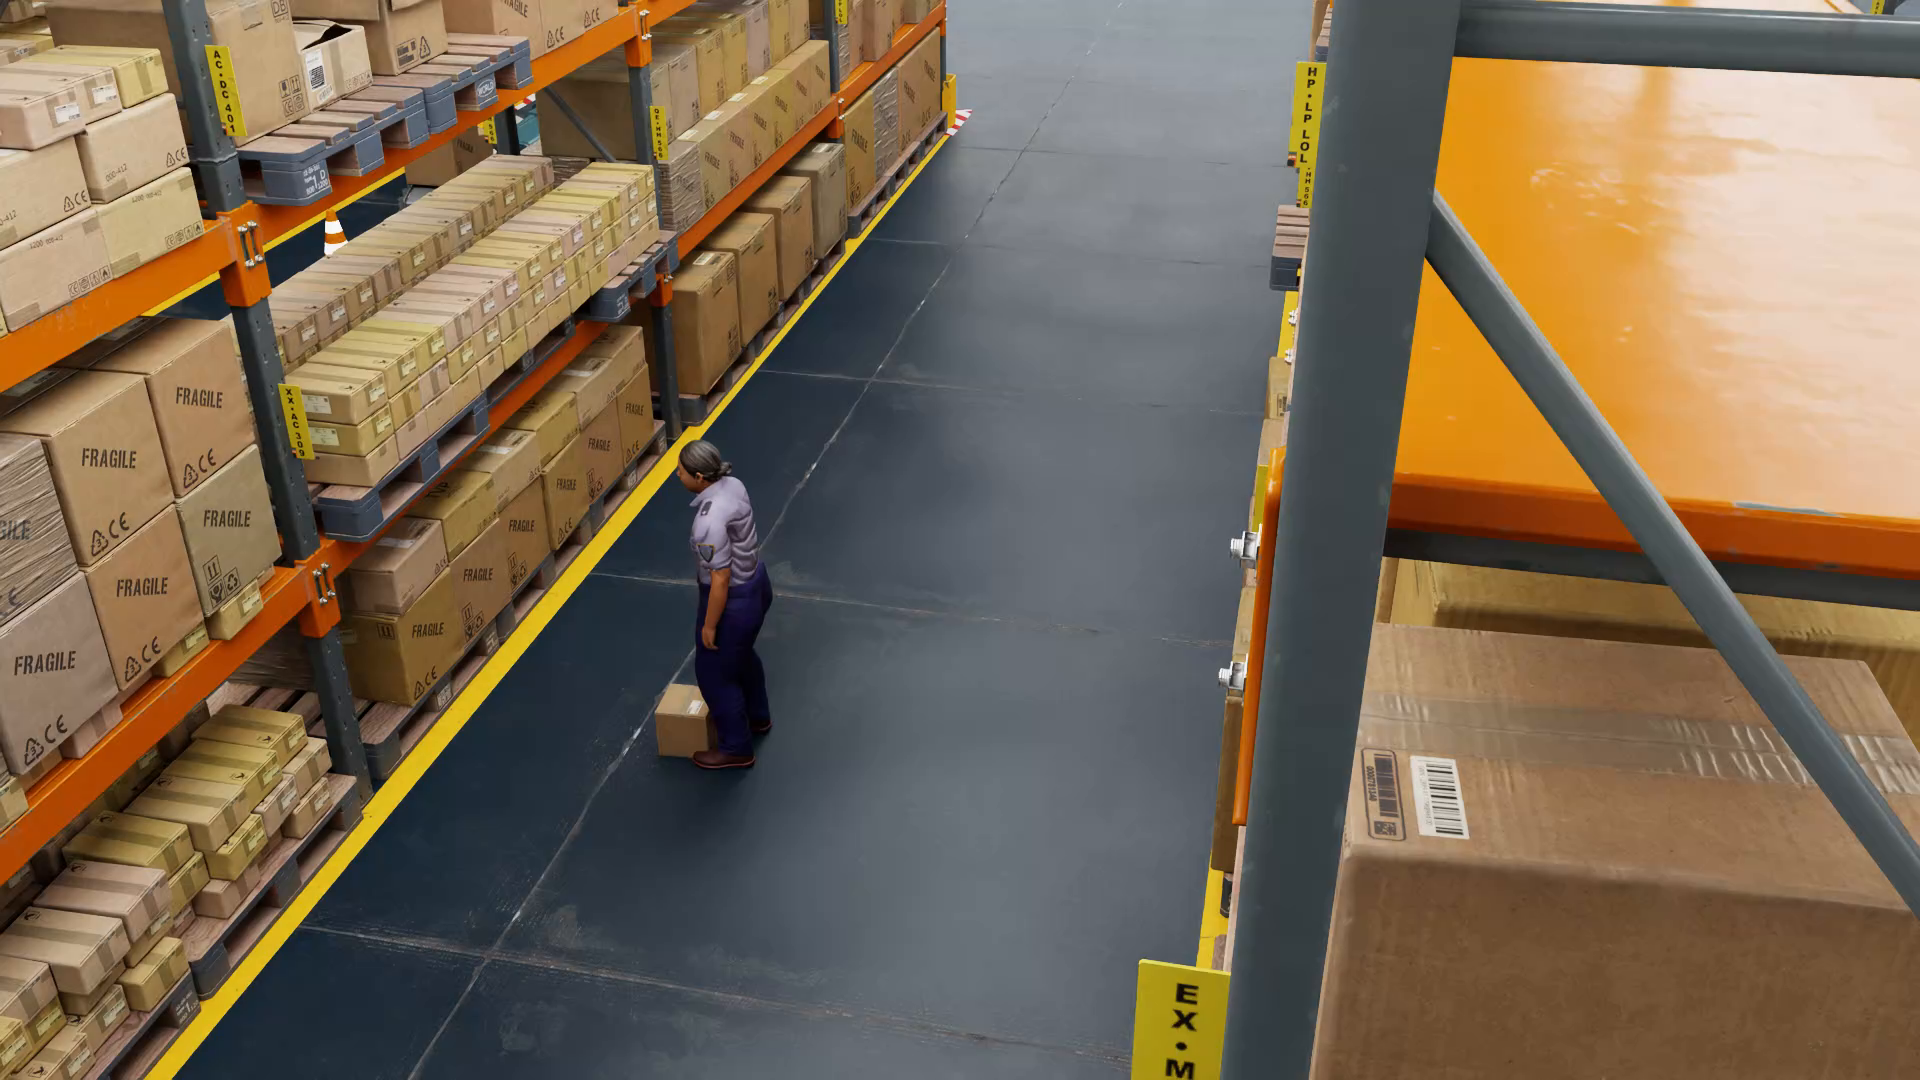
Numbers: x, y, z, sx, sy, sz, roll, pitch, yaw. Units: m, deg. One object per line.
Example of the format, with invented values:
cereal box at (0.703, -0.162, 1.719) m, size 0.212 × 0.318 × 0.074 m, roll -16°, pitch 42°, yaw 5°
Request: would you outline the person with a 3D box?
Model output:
person at (-1.067, 0.279, 7.631) m, size 0.375 × 1.650 × 0.555 m, roll 4°, pitch 29°, yaw 8°
